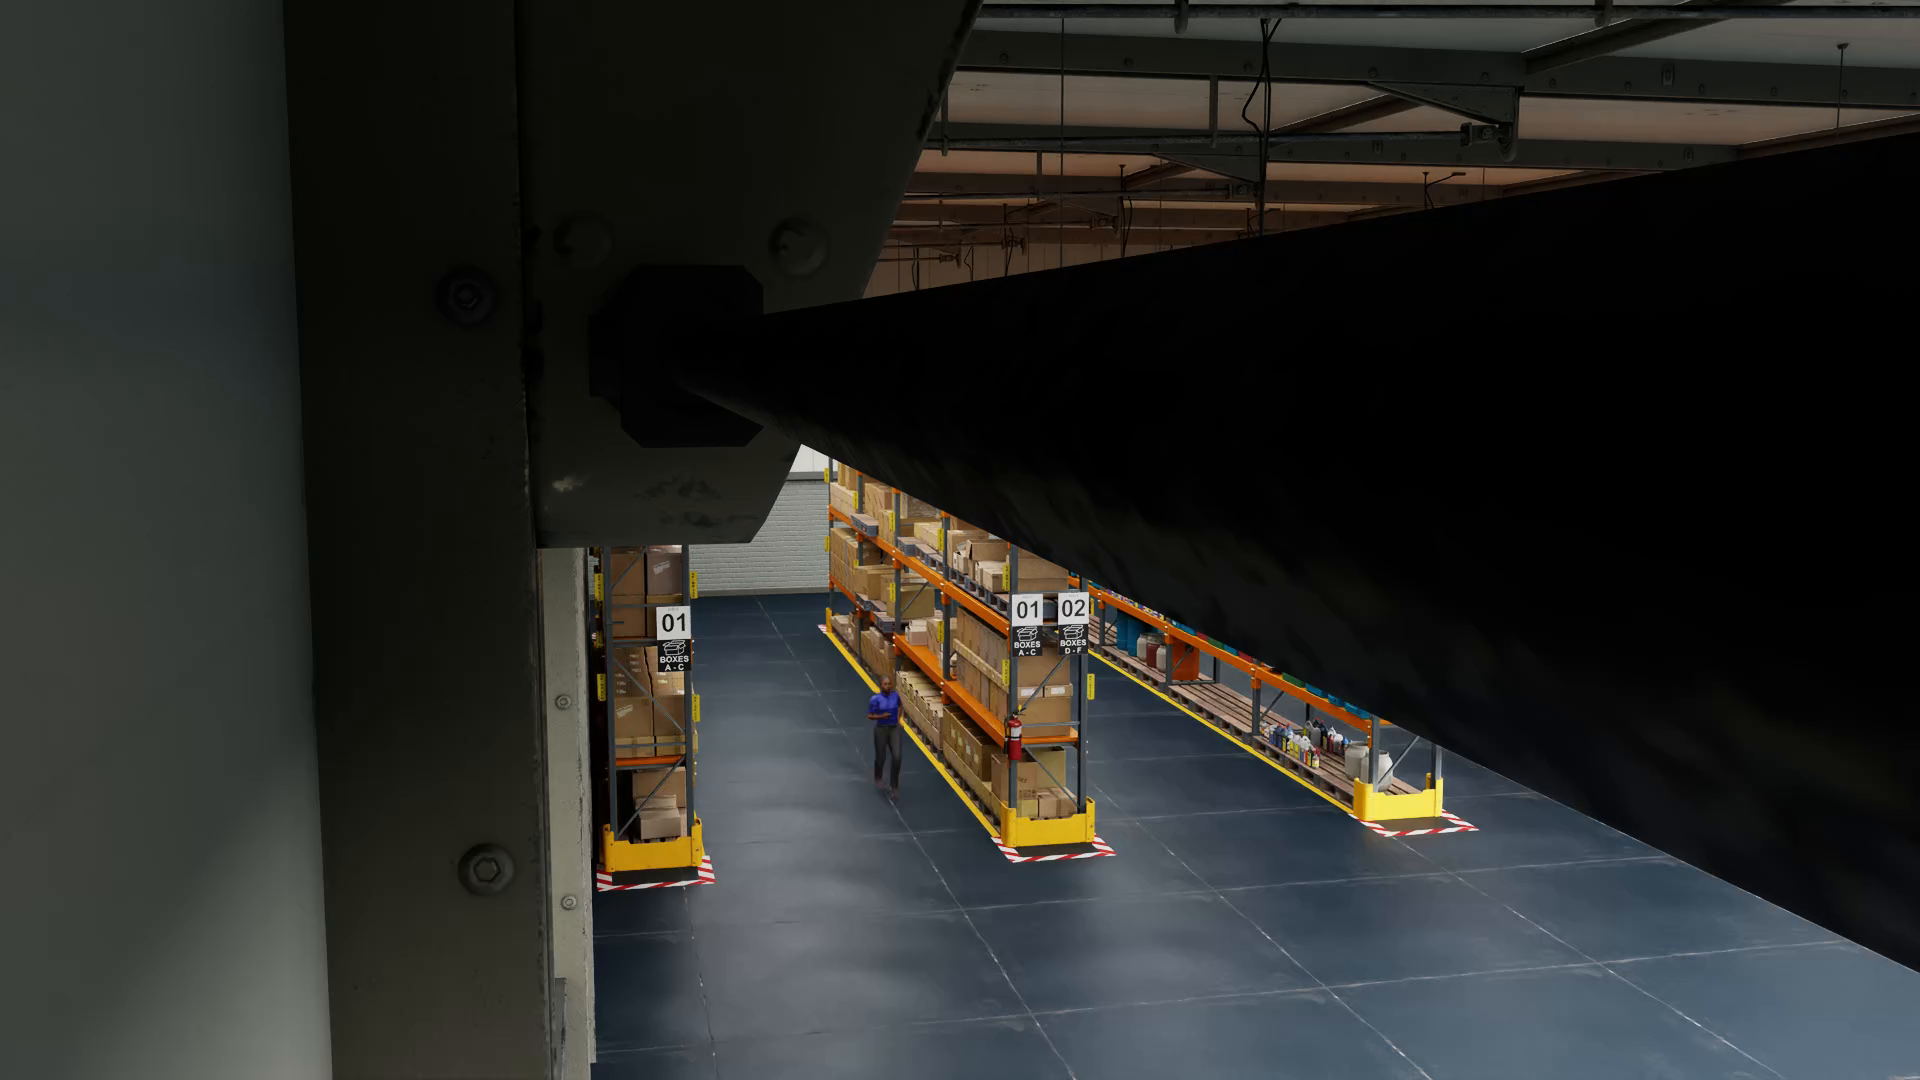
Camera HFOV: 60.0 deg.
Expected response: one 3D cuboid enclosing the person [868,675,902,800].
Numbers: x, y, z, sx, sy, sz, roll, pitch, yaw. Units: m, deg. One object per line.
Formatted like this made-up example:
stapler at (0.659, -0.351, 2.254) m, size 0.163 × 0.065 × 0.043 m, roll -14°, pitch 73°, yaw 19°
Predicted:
person at (-1.028, 2.745, 23.328) m, size 0.560 × 1.713 × 0.728 m, roll -2°, pitch 7°, yaw -17°
